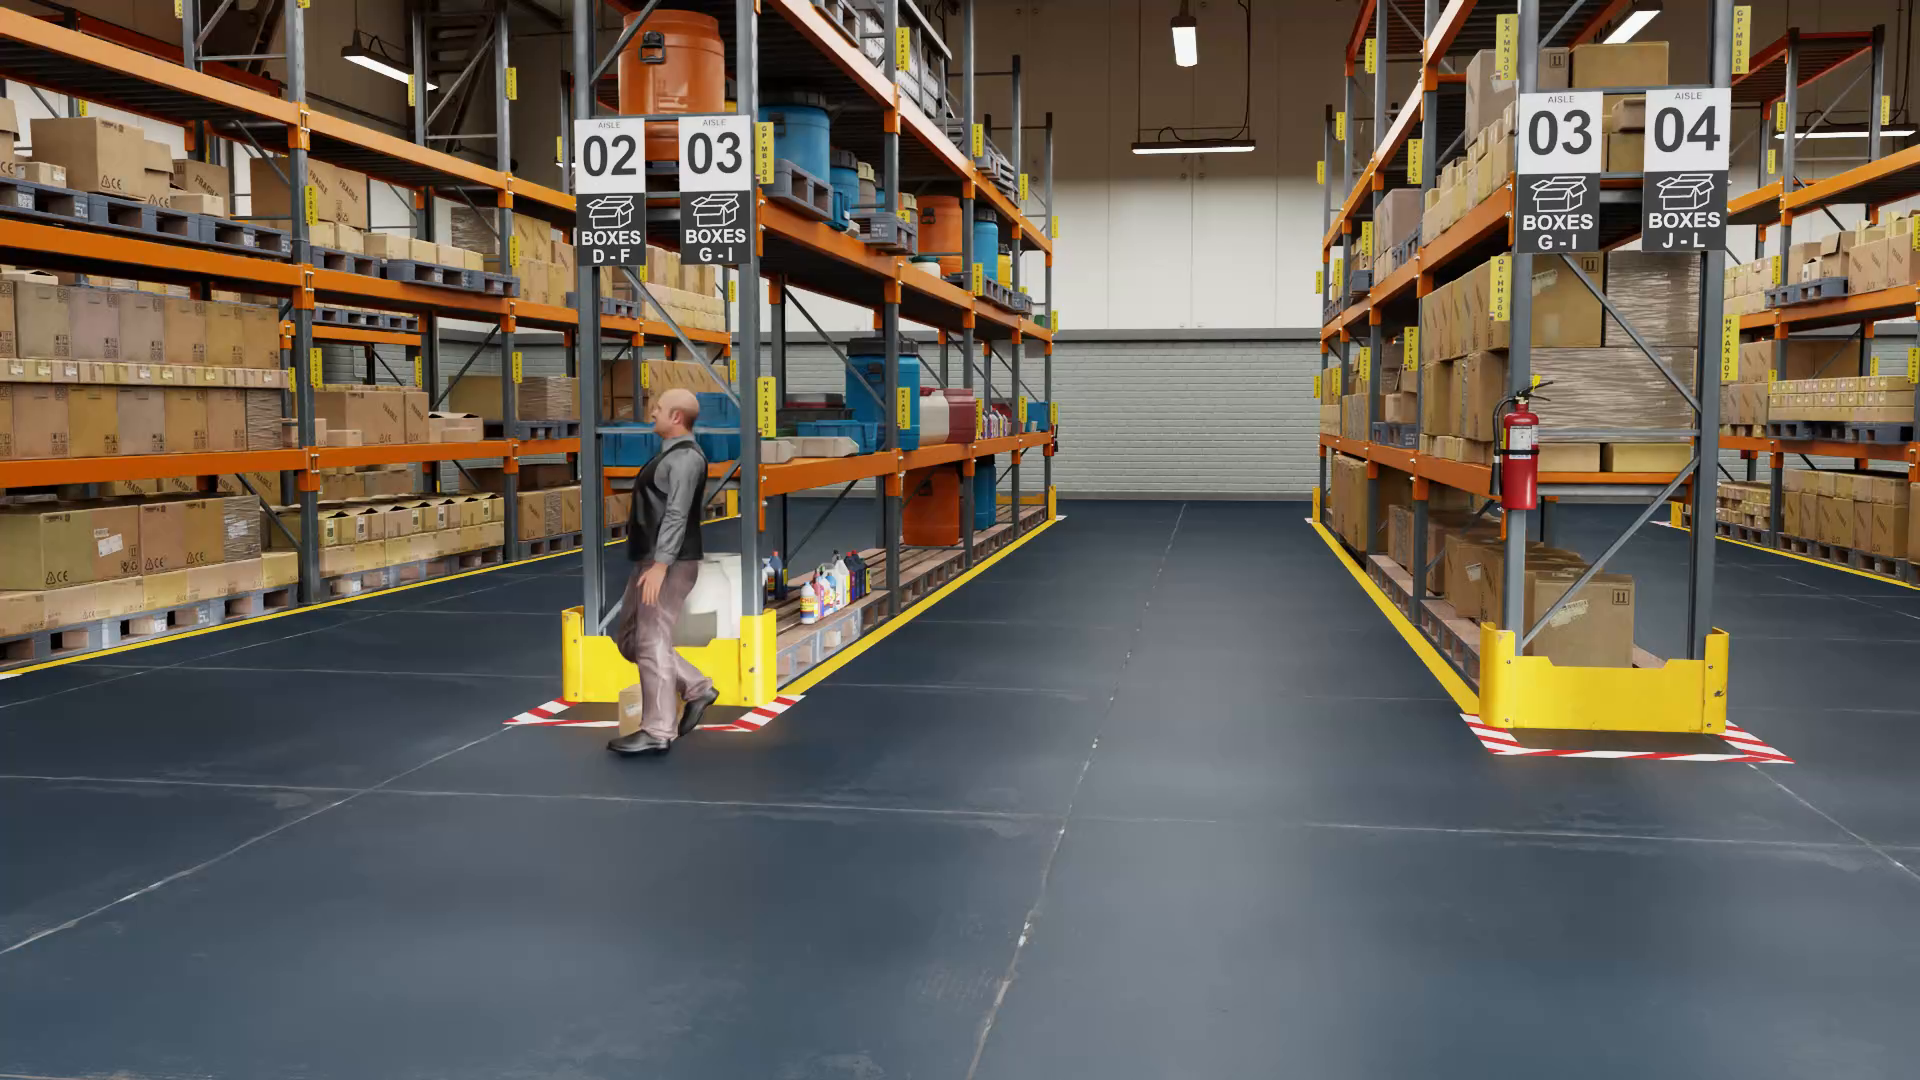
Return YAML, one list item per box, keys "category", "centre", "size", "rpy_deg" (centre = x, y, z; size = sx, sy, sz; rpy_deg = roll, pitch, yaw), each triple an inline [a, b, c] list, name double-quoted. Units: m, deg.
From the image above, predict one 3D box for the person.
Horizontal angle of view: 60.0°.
- category: "person"
  centre: [-1.411, 0.136, 7.905]
  size: [0.565, 1.711, 0.542]
  rpy_deg: [-1, 5, -17]
